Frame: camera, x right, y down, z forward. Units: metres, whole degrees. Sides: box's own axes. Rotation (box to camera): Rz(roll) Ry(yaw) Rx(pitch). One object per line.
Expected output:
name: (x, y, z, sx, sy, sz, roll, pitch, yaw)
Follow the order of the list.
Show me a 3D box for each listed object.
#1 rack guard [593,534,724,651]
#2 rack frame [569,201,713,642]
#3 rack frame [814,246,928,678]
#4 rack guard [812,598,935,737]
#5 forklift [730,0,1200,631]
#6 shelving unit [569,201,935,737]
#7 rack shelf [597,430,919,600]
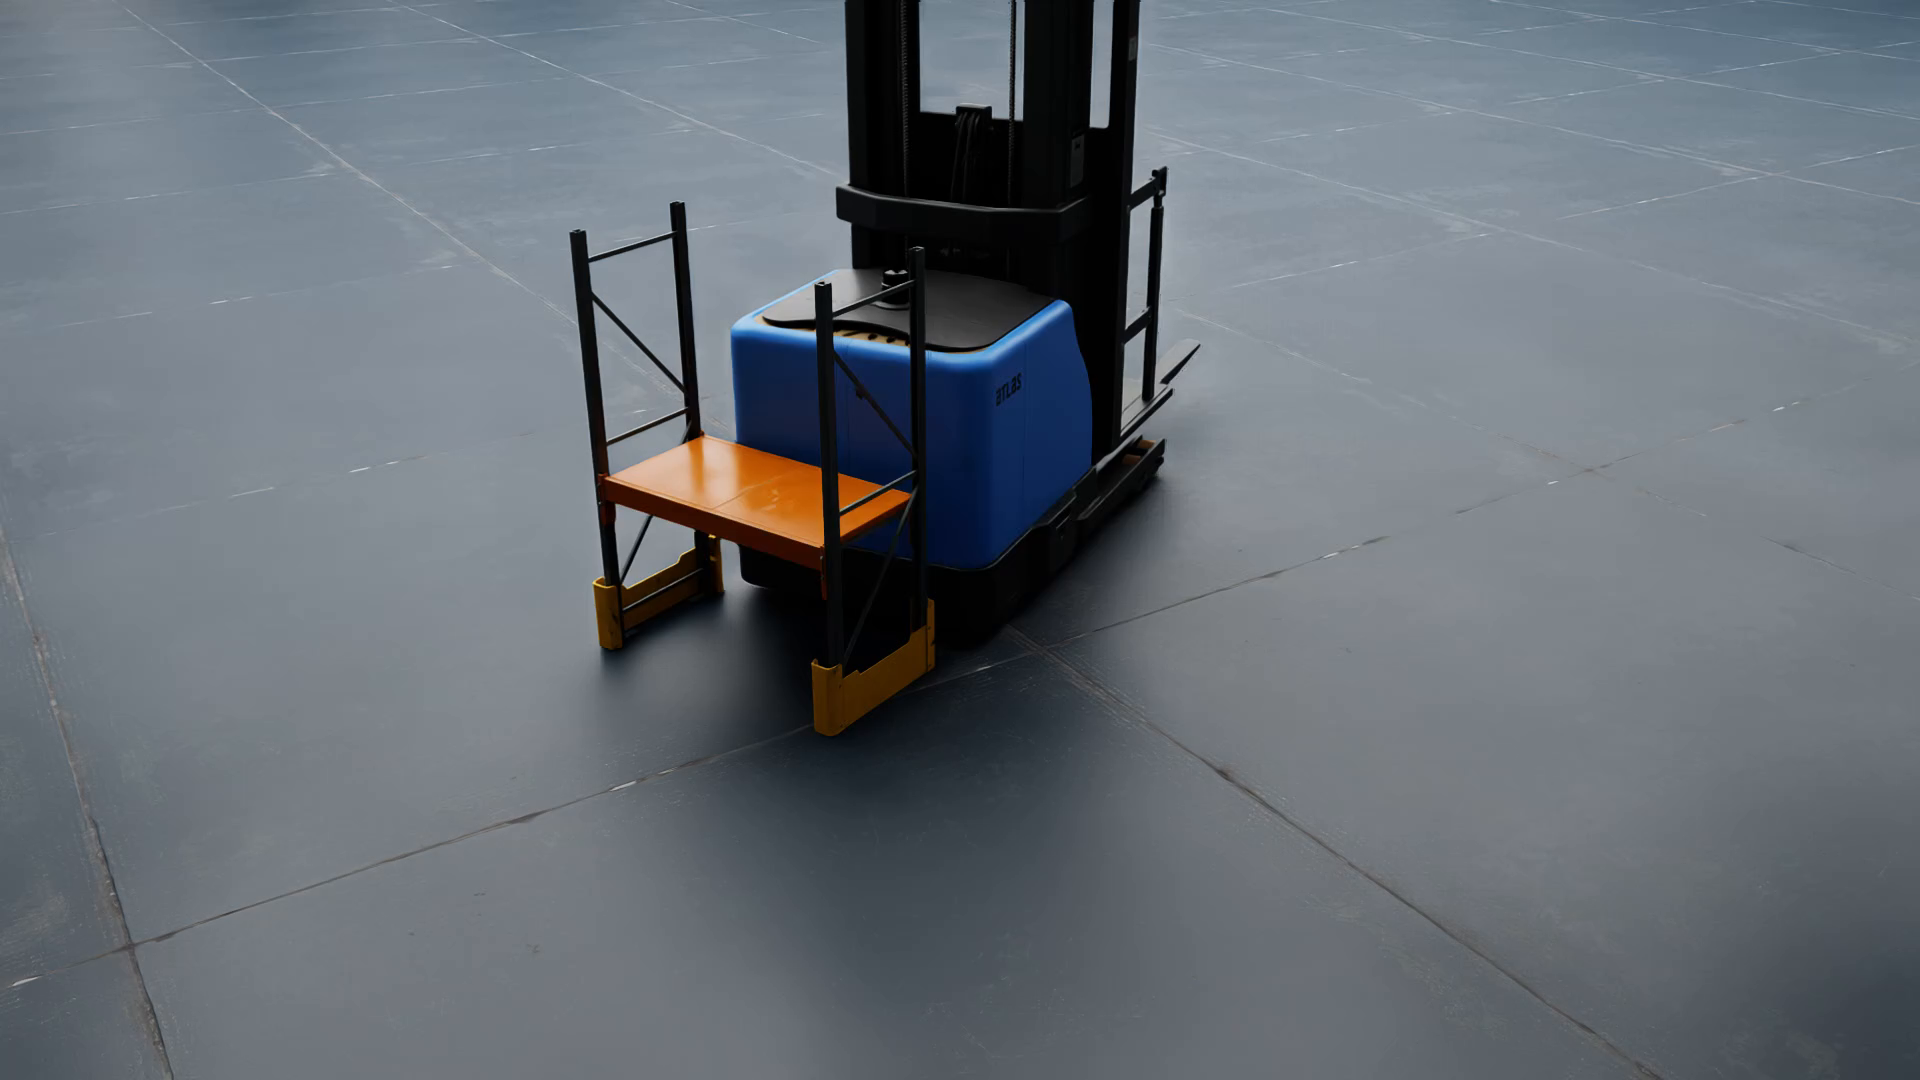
rack guard: (-1.096, 0.171, 6.094, 0.087, 0.250, 0.587, 17, 30, 31)
rack frame: (-1.097, -0.394, 5.828, 0.032, 1.500, 0.500, 17, 30, 31)
rack frame: (-0.265, -0.144, 5.299, 0.032, 1.500, 0.500, 17, 30, 31)
rack guard: (-0.281, 0.416, 5.576, 0.087, 0.250, 0.587, 17, 30, 31)
forklift: (0.255, -1.601, 6.707, 1.130, 2.935, 3.031, 11, 28, 23)
shelving unit: (-0.689, -0.271, 5.568, 1.083, 1.500, 0.587, 17, 30, 31)
rack shelf: (-0.681, -0.107, 5.640, 1.000, 0.185, 0.538, 17, 30, 31)
